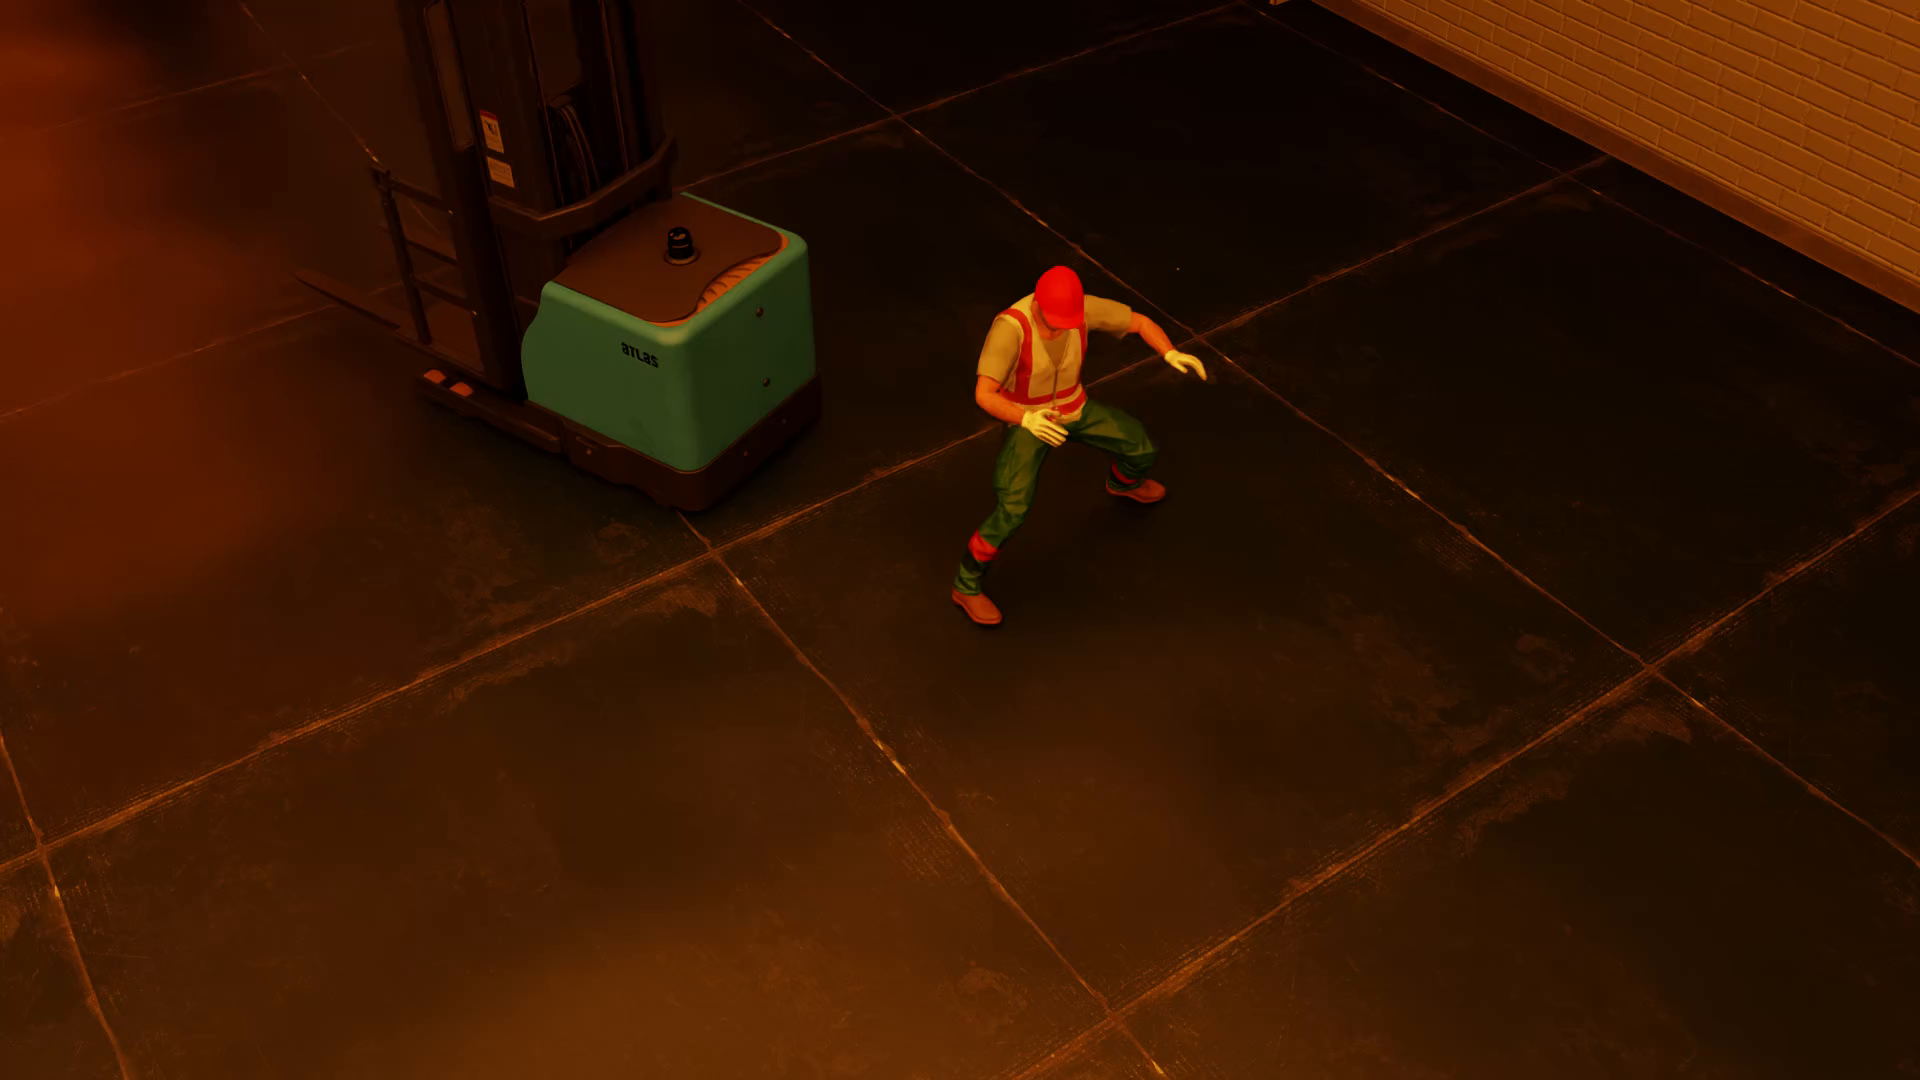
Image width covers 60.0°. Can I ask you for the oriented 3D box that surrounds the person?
[{"bbox_3d":[0.484,-0.521,7.302,1.229,1.548,0.692,-17,45,-17],"label":"person"}]

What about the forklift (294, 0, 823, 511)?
[{"bbox_3d":[-2.215,-1.996,7.881,3.031,2.935,1.130,24,48,24],"label":"forklift"}]
